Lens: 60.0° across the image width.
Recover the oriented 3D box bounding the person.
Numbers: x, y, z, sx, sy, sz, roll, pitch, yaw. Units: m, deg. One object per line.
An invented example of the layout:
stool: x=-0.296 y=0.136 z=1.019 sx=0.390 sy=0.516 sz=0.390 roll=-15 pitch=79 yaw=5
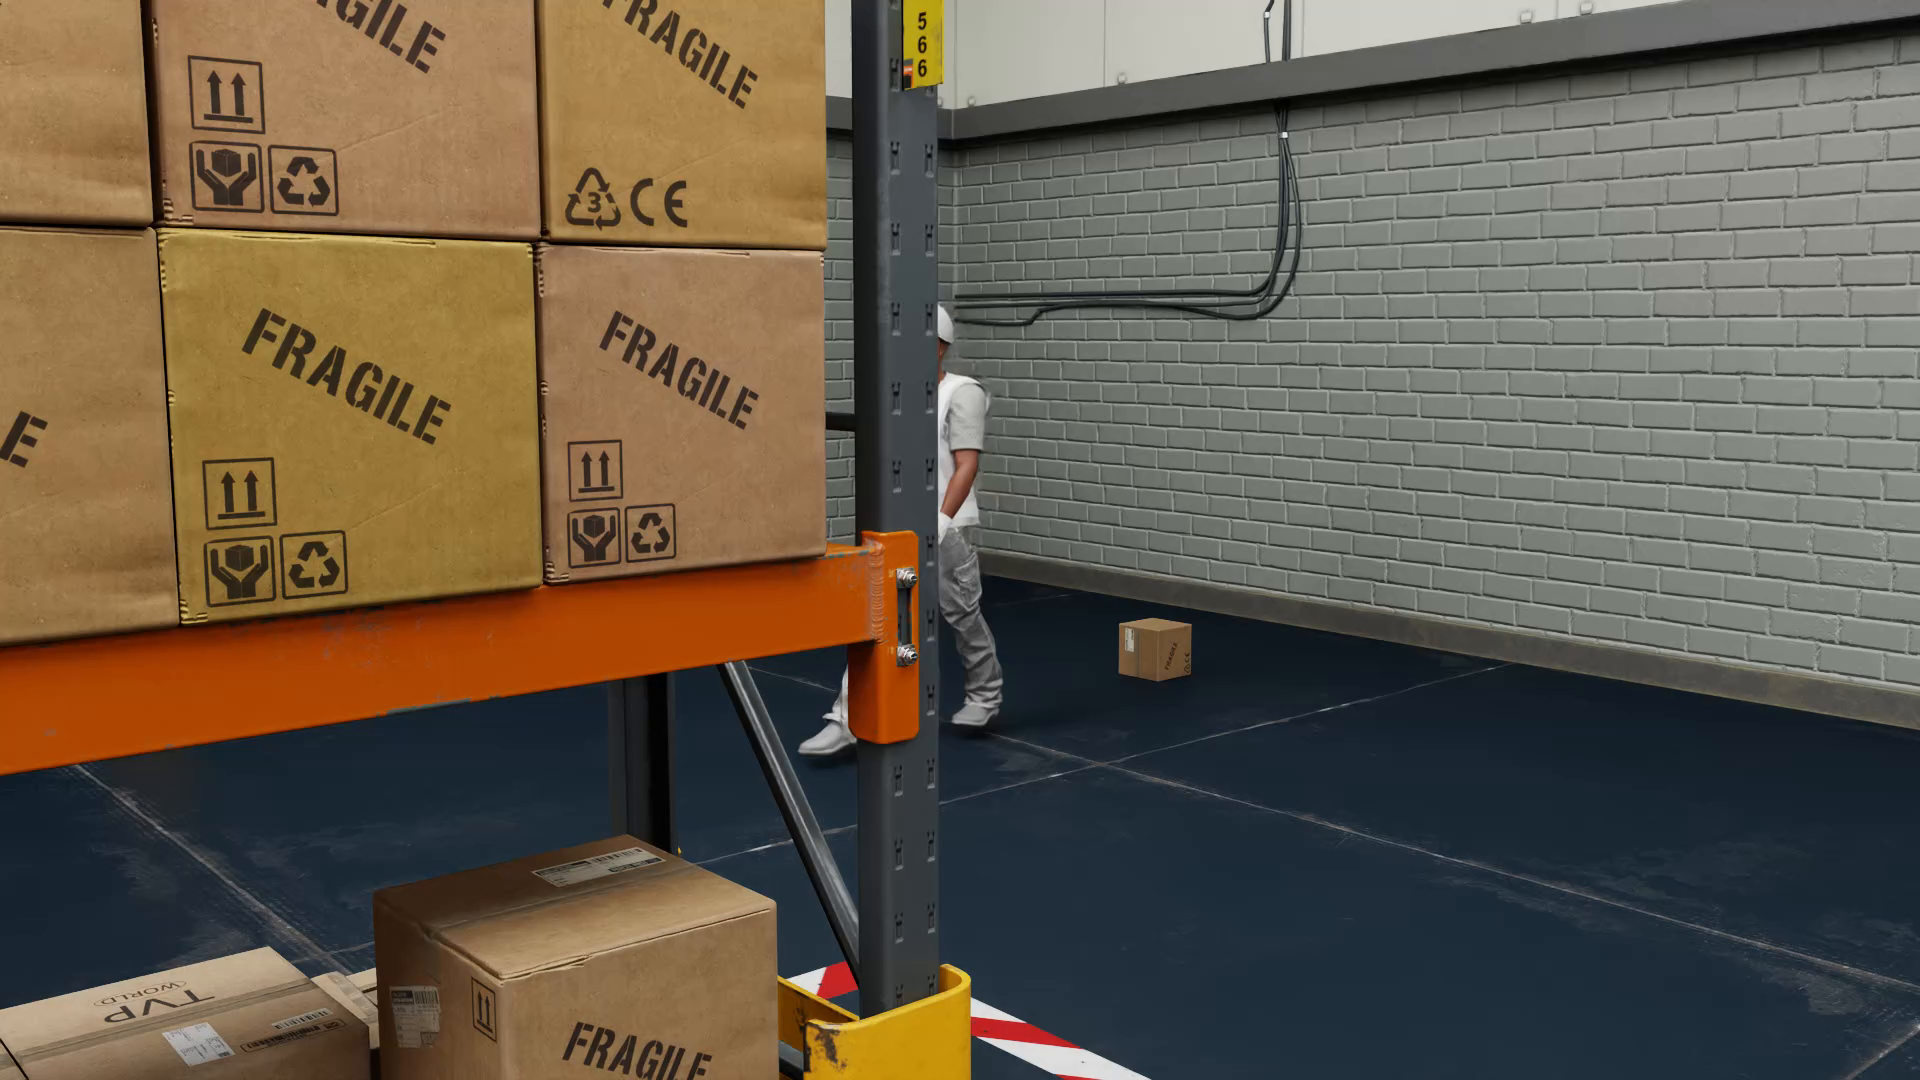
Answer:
person: x=-0.195 y=-0.063 z=6.519 sx=0.564 sy=1.725 sz=1.016 roll=6 pitch=9 yaw=38
